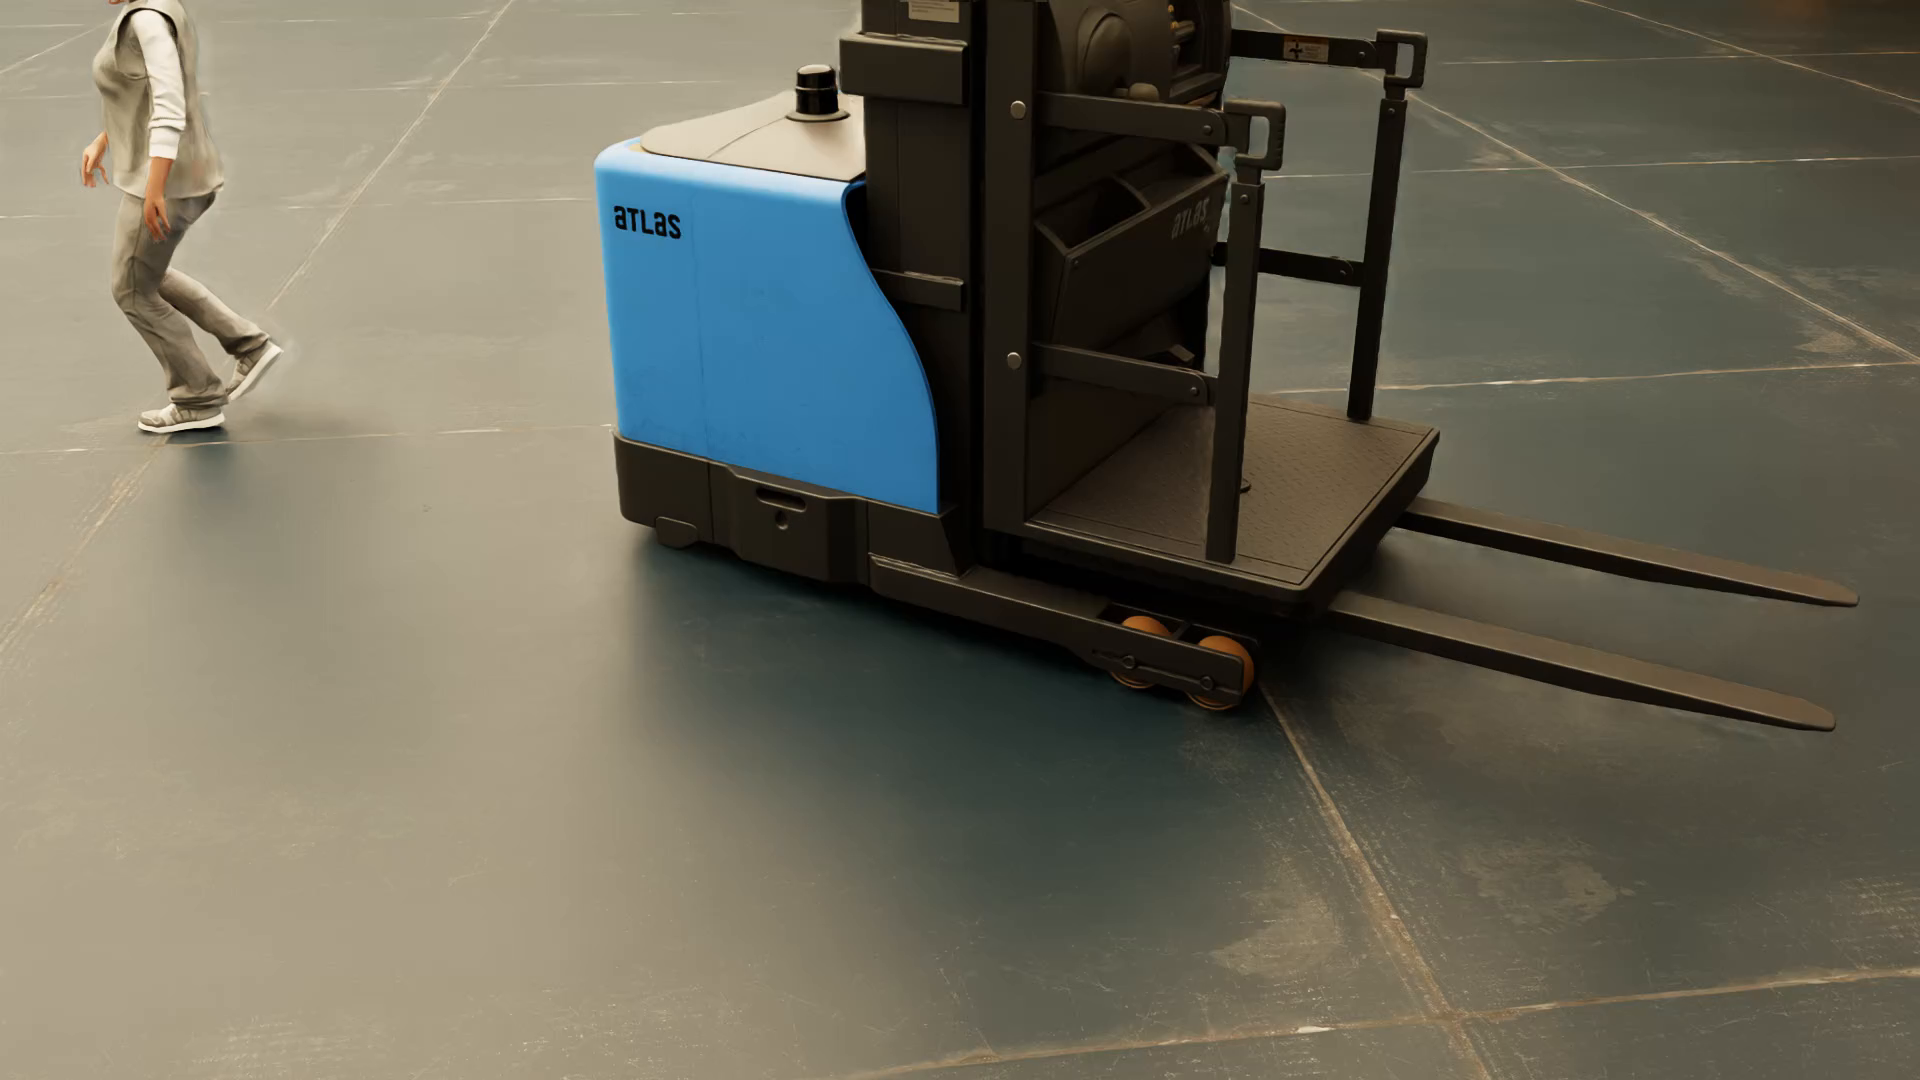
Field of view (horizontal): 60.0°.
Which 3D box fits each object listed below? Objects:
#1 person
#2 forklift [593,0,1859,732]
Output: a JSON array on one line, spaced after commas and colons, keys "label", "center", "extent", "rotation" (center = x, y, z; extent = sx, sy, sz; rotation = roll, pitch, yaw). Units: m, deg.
[{"label": "person", "center": [-2.432, -1.055, 5.010], "extent": [0.480, 1.562, 0.623], "rotation": [-3, 26, -6]}, {"label": "forklift", "center": [0.593, -1.195, 3.710], "extent": [3.031, 2.935, 1.130], "rotation": [14, 29, 27]}]
